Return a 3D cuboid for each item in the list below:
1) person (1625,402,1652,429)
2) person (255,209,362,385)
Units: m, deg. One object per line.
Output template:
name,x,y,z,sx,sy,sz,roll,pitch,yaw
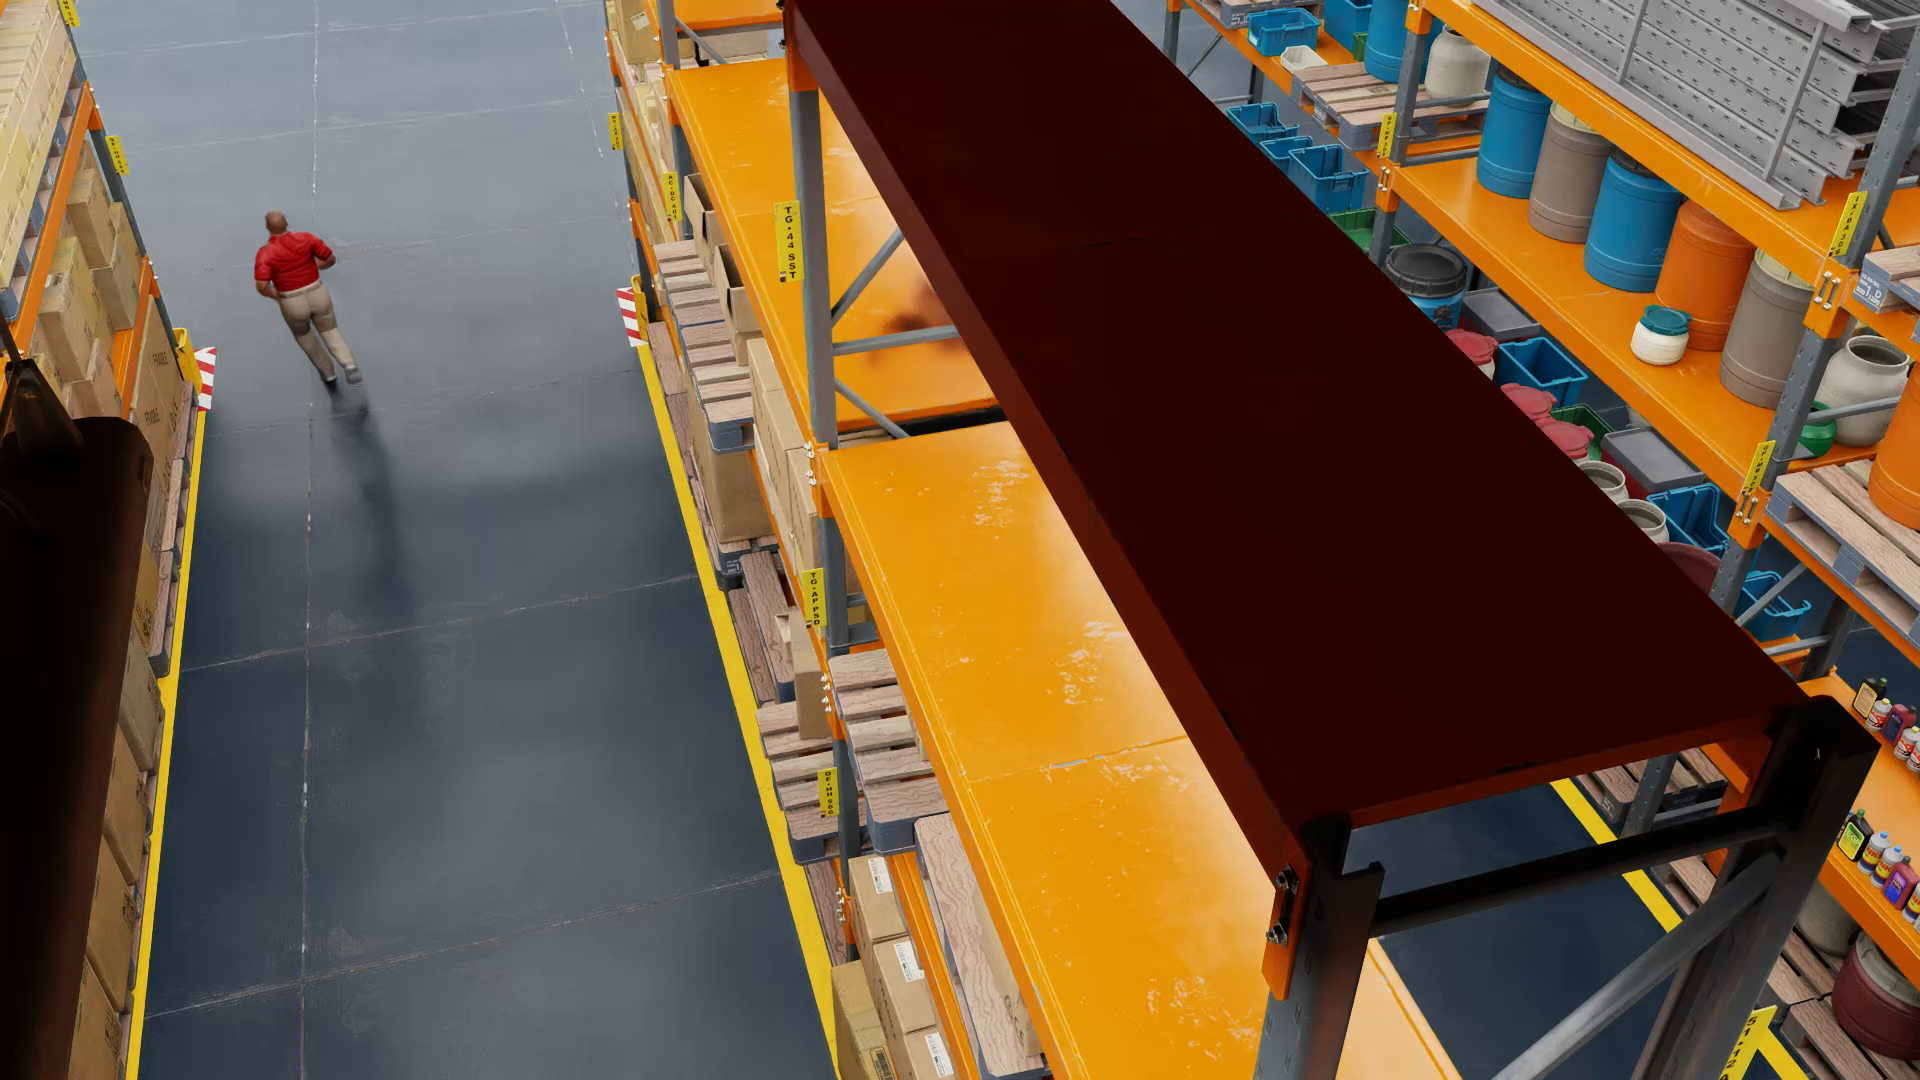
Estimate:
person,5.669,-1.493,13.302,0.685,1.793,0.754,-20,43,-23
person,-5.511,-1.976,13.980,0.685,1.713,0.743,-24,44,-27
